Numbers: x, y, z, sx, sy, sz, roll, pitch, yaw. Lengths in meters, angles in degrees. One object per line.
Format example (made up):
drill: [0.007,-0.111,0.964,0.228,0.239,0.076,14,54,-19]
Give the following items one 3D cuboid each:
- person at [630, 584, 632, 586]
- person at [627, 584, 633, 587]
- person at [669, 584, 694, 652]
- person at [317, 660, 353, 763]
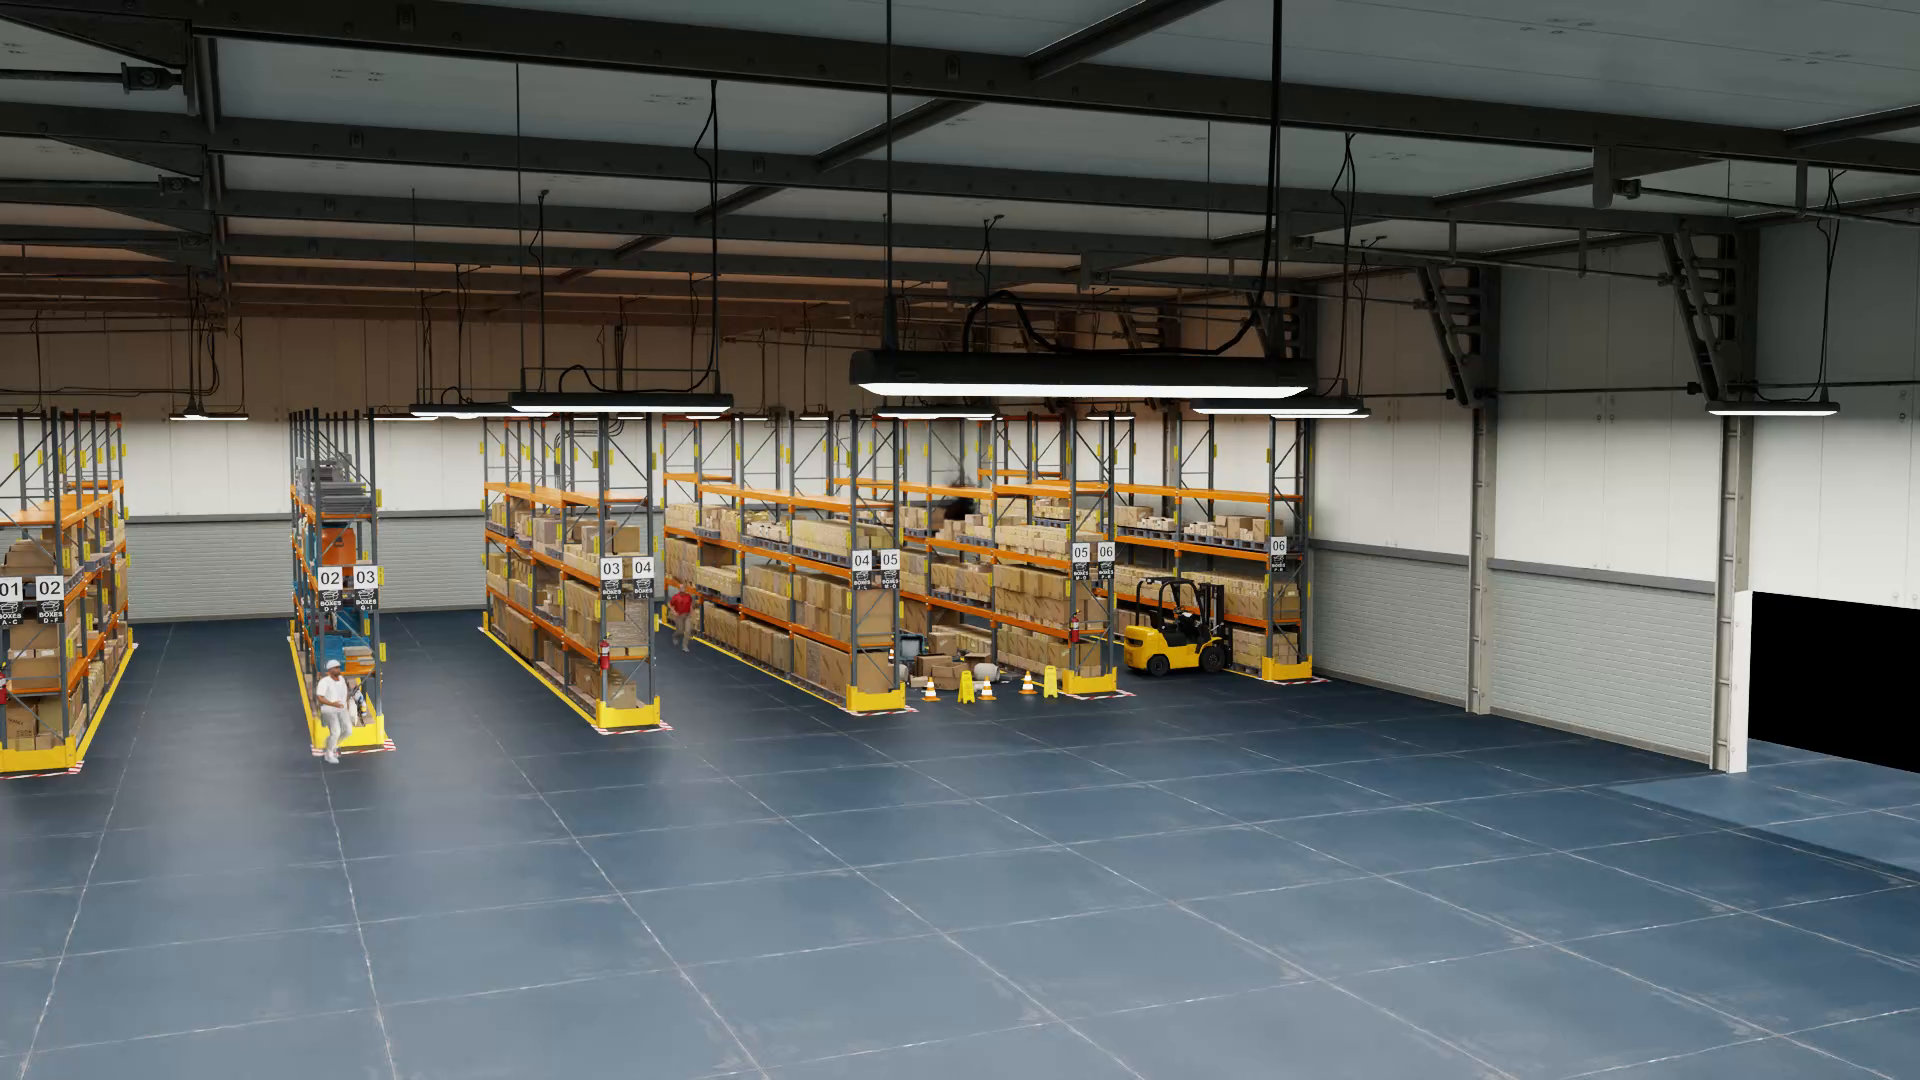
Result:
person: [-9.365,1.548,48.017,0.596,1.608,0.672,2,4,27]
person: [-9.594,1.543,47.300,0.727,1.761,0.873,-1,4,-17]
person: [-6.980,1.955,41.884,0.663,1.701,0.706,-2,5,-29]
person: [-10.527,2.888,28.139,0.591,1.734,0.754,2,4,22]
